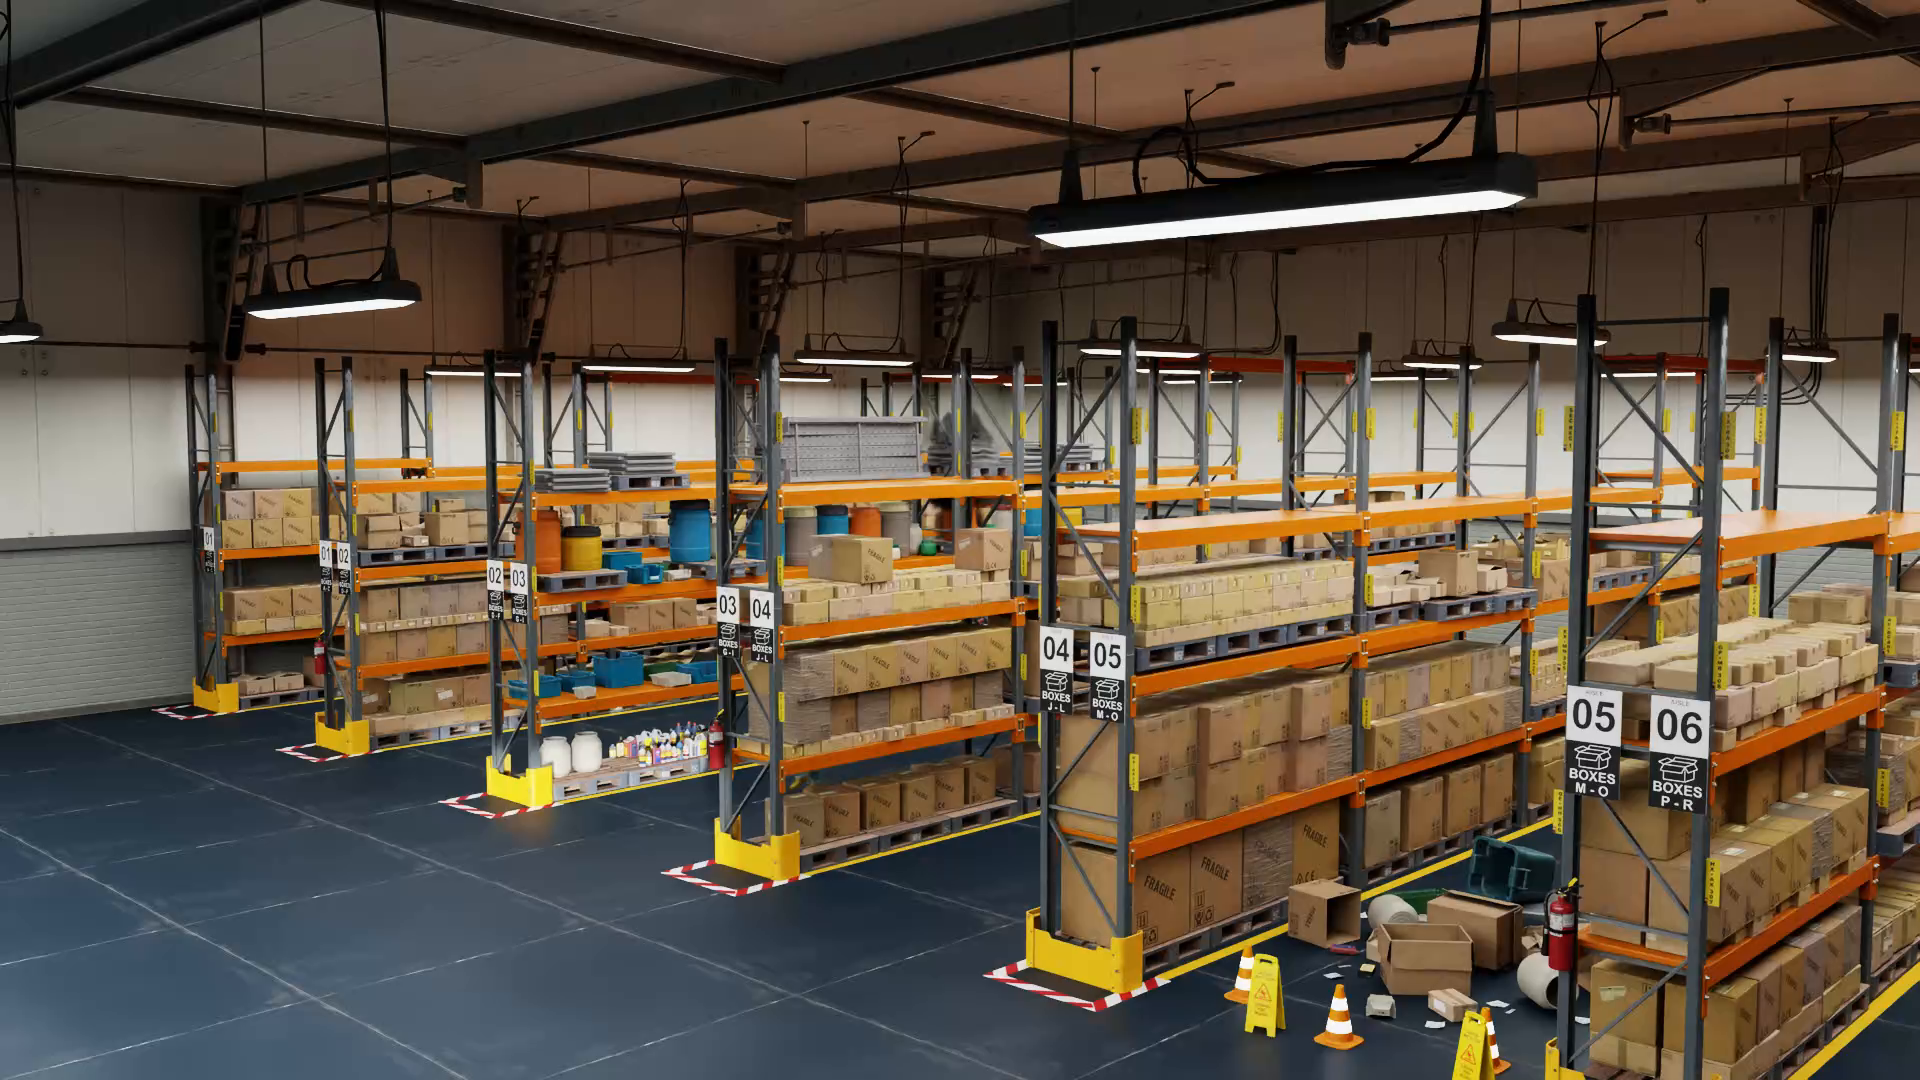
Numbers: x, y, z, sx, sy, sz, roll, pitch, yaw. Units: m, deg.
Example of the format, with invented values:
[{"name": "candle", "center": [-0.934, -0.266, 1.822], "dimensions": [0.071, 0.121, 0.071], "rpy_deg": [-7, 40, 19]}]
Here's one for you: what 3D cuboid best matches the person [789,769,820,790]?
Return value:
[{"name": "person", "center": [-2.140, 2.574, 22.426], "dimensions": [0.680, 1.708, 0.816], "rpy_deg": [3, 5, 35]}]
